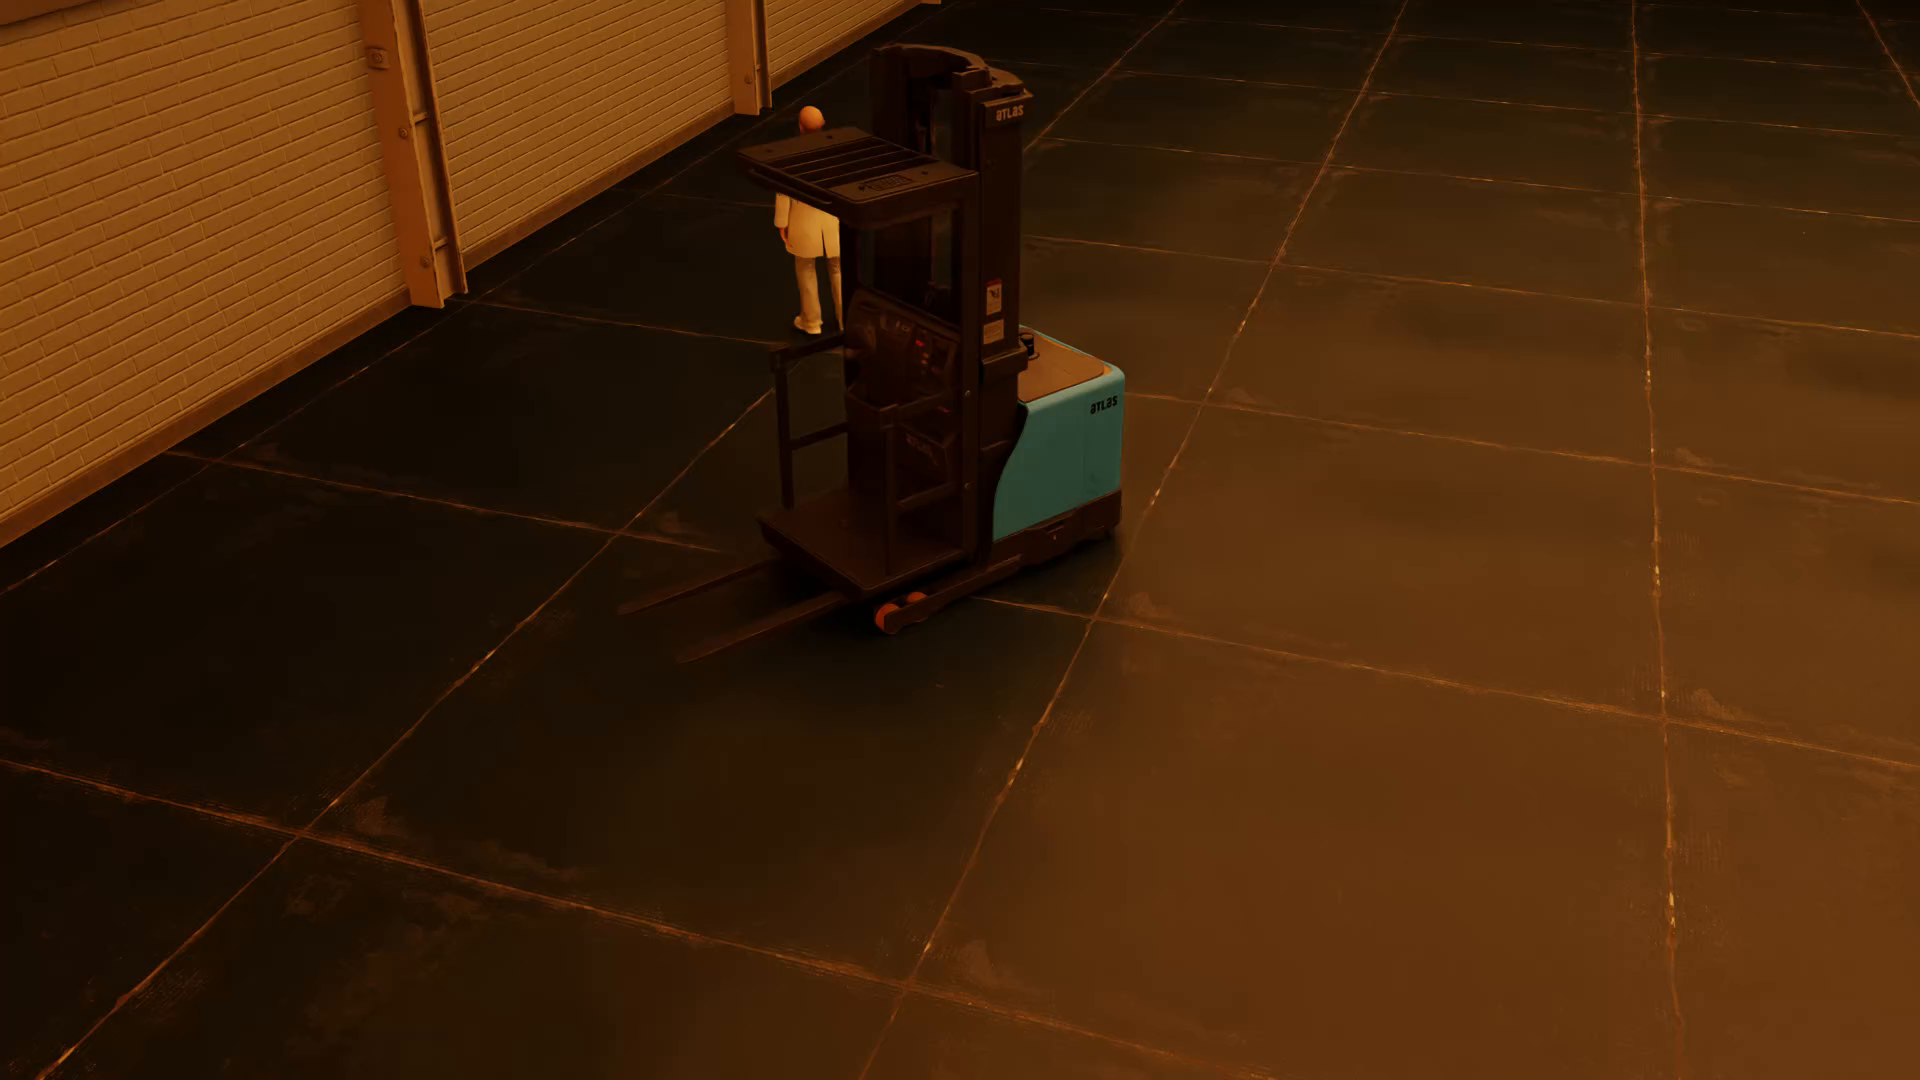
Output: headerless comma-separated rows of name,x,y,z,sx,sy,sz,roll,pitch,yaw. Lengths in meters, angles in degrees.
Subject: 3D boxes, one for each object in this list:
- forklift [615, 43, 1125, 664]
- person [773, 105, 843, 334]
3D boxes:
forklift,-0.484,-1.049,8.976,3.031,2.935,1.130,-22,36,-34
person,-1.078,-2.411,12.540,0.684,1.791,0.507,-8,31,-14
